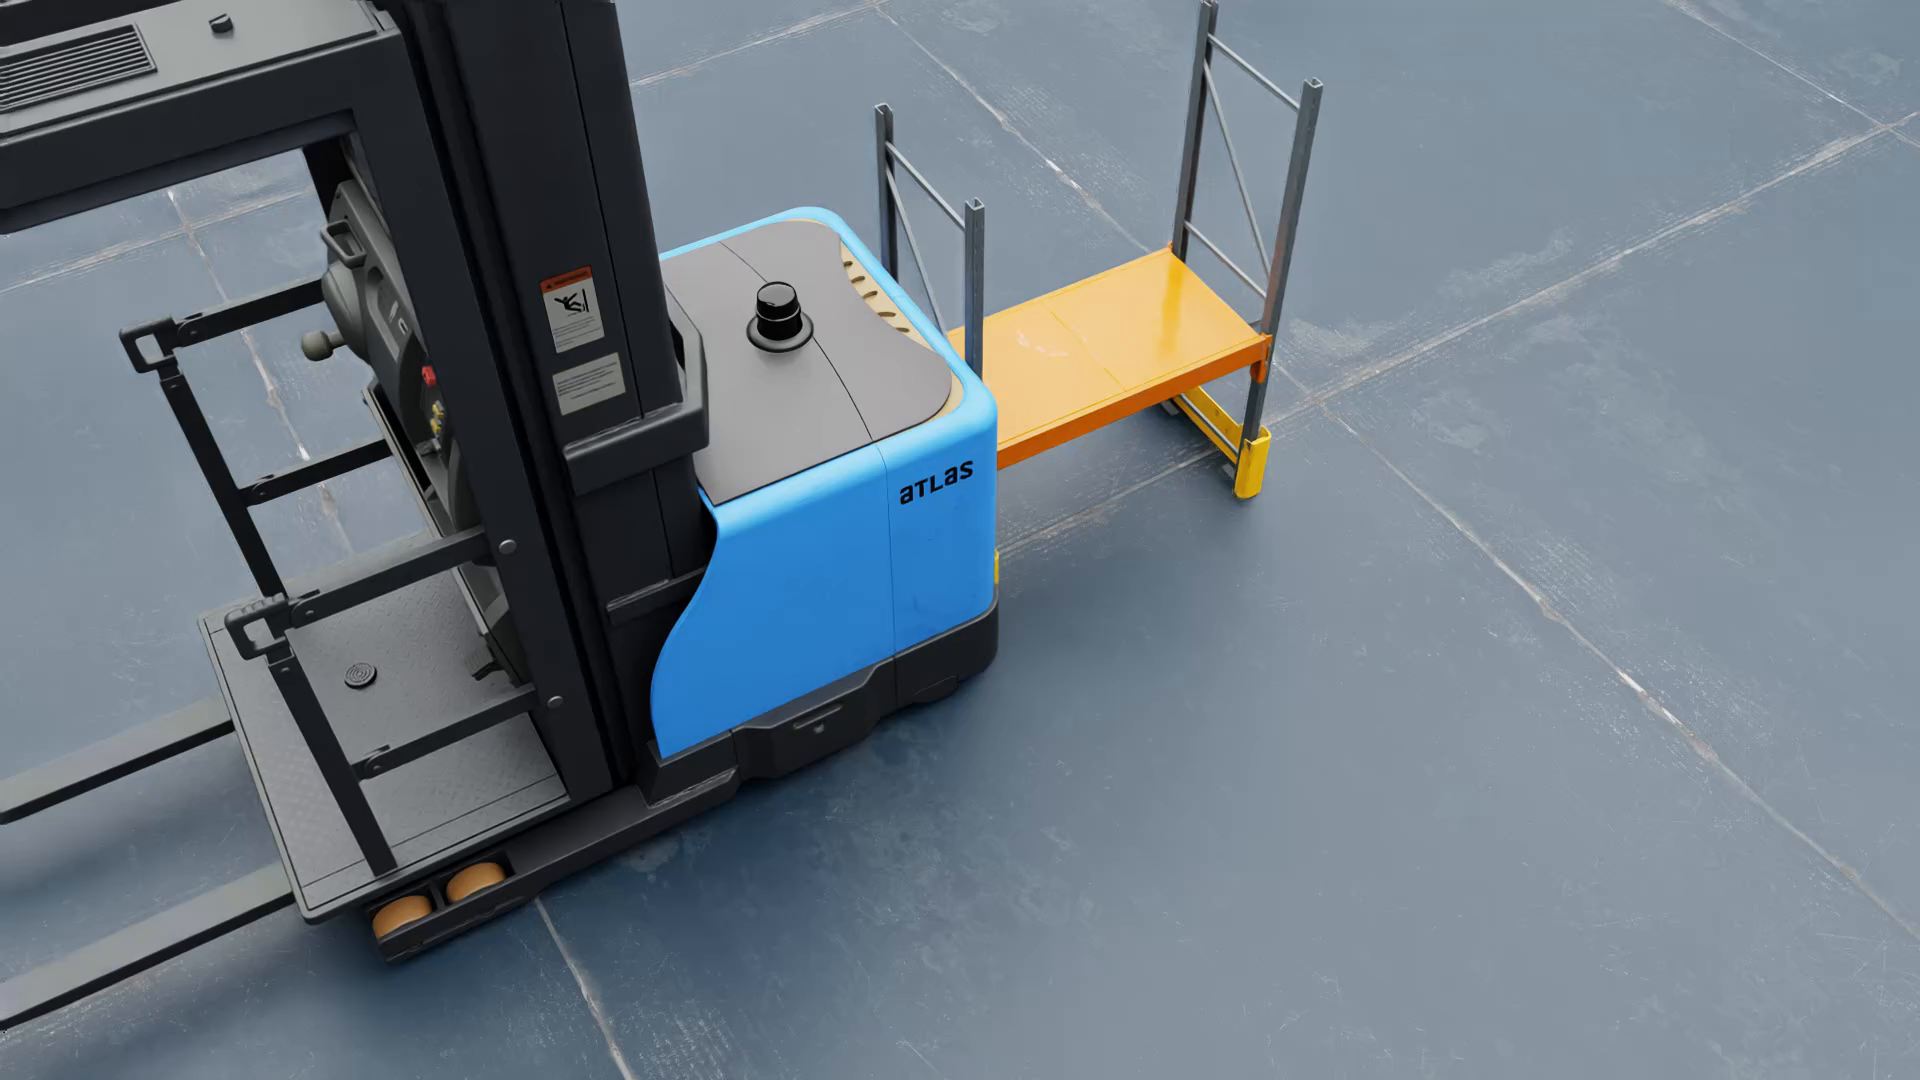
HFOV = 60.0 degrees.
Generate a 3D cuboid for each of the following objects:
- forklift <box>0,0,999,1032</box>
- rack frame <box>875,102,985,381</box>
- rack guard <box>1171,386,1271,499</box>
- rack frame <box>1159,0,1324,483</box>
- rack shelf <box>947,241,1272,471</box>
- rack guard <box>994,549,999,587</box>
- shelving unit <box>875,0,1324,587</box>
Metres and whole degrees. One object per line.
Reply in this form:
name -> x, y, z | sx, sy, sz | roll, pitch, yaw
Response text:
forklift -> -1.424, -0.357, 3.605 | 3.031, 2.935, 1.130 | -23, 52, -20
rack frame -> -0.079, -0.449, 4.645 | 0.032, 1.500, 0.500 | -23, 52, -20
rack guard -> 0.799, -0.414, 5.452 | 0.087, 0.250, 0.587 | -23, 52, -20
rack frame -> 0.800, -0.830, 4.985 | 0.032, 1.500, 0.500 | -23, 52, -20
rack shelf -> 0.360, -0.520, 4.950 | 1.000, 0.185, 0.538 | -23, 52, -20
rack guard -> -0.062, -0.040, 5.119 | 0.087, 0.250, 0.587 | -23, 52, -20
shelving unit -> 0.368, -0.643, 4.818 | 1.083, 1.500, 0.587 | -23, 52, -20
